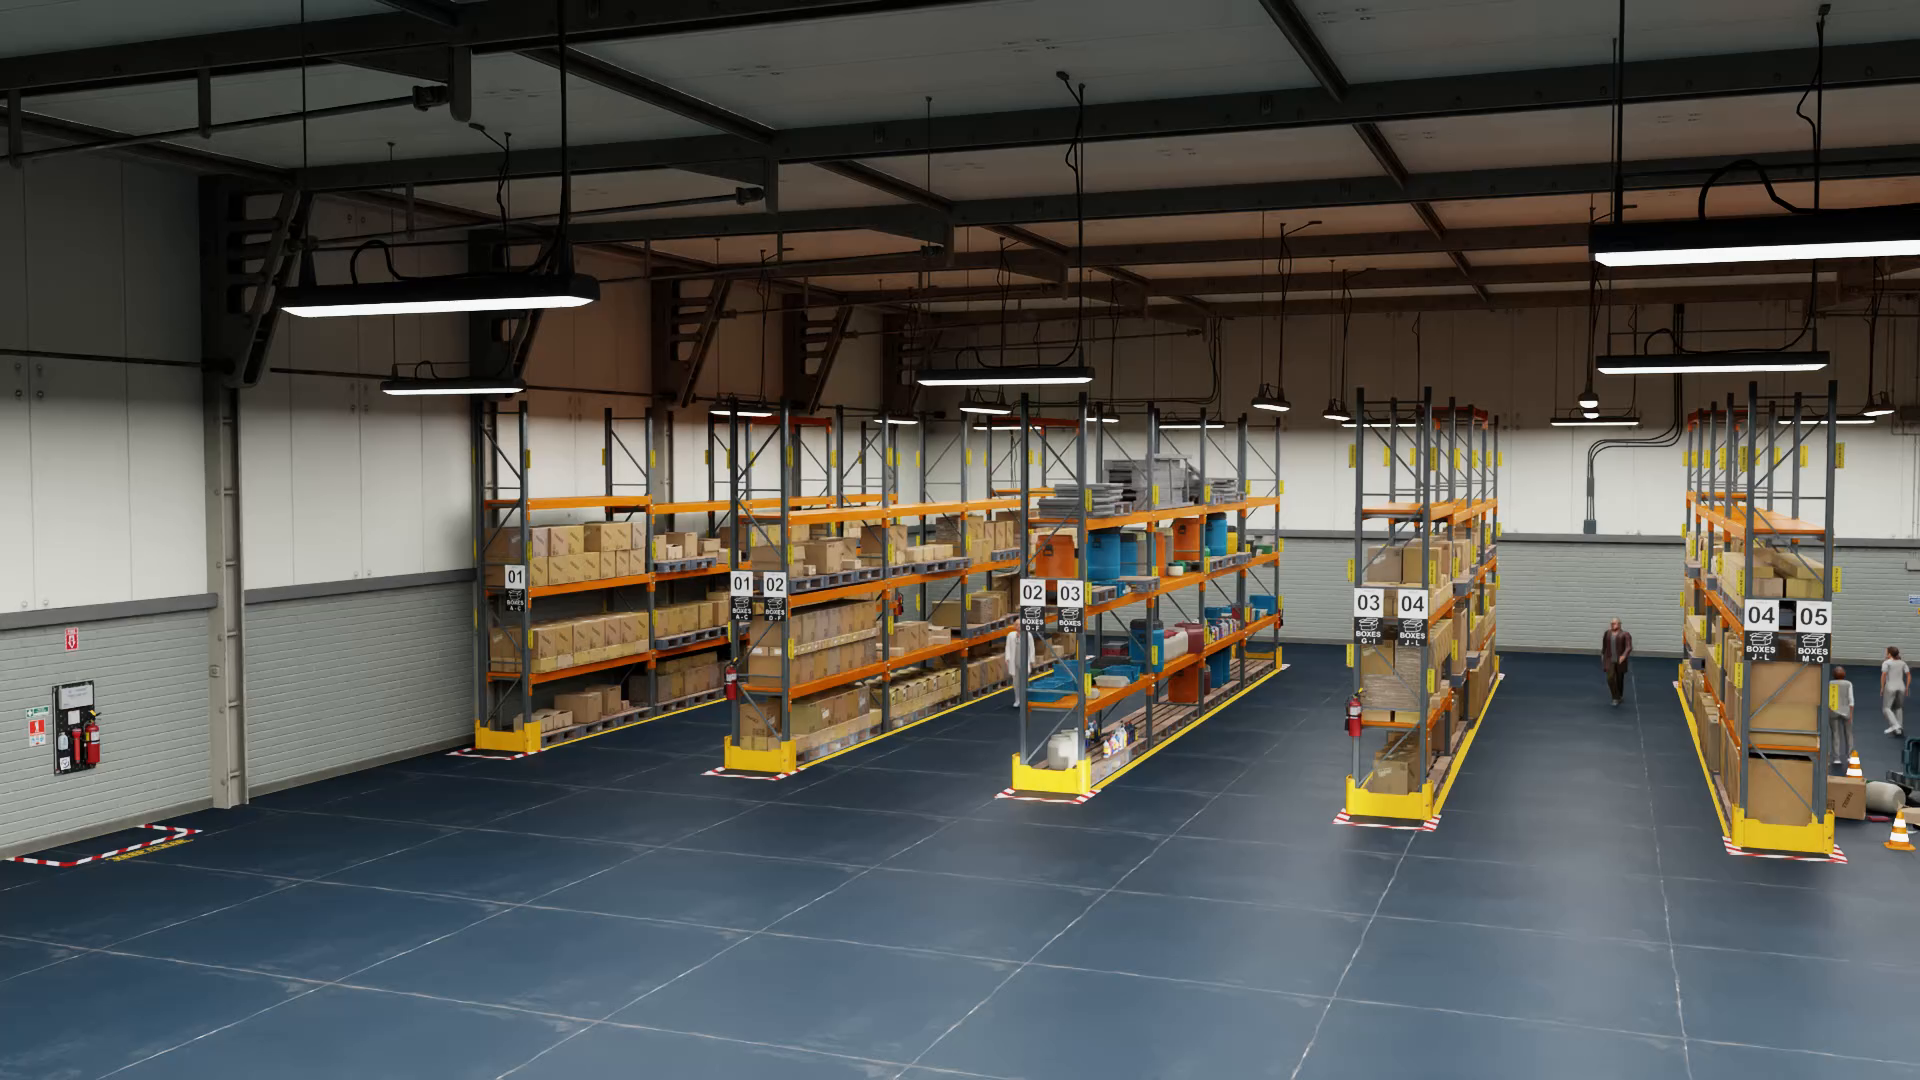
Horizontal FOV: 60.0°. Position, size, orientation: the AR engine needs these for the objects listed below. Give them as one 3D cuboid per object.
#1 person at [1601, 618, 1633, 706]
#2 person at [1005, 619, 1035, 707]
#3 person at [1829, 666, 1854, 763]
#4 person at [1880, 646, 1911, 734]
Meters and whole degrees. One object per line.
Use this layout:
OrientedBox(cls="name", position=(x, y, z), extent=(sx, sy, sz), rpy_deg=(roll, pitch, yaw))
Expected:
OrientedBox(cls="person", position=(13.448, 2.505, 34.083), extent=(0.649, 1.800, 0.926), rpy_deg=(2, 3, 29))
OrientedBox(cls="person", position=(1.174, 2.509, 33.365), extent=(0.574, 1.839, 0.644), rpy_deg=(1, 3, 23))
OrientedBox(cls="person", position=(14.463, 2.893, 27.299), extent=(0.472, 1.645, 0.495), rpy_deg=(1, 3, 21))
OrientedBox(cls="person", position=(17.014, 2.749, 30.151), extent=(0.560, 1.591, 0.706), rpy_deg=(0, 3, 8))
